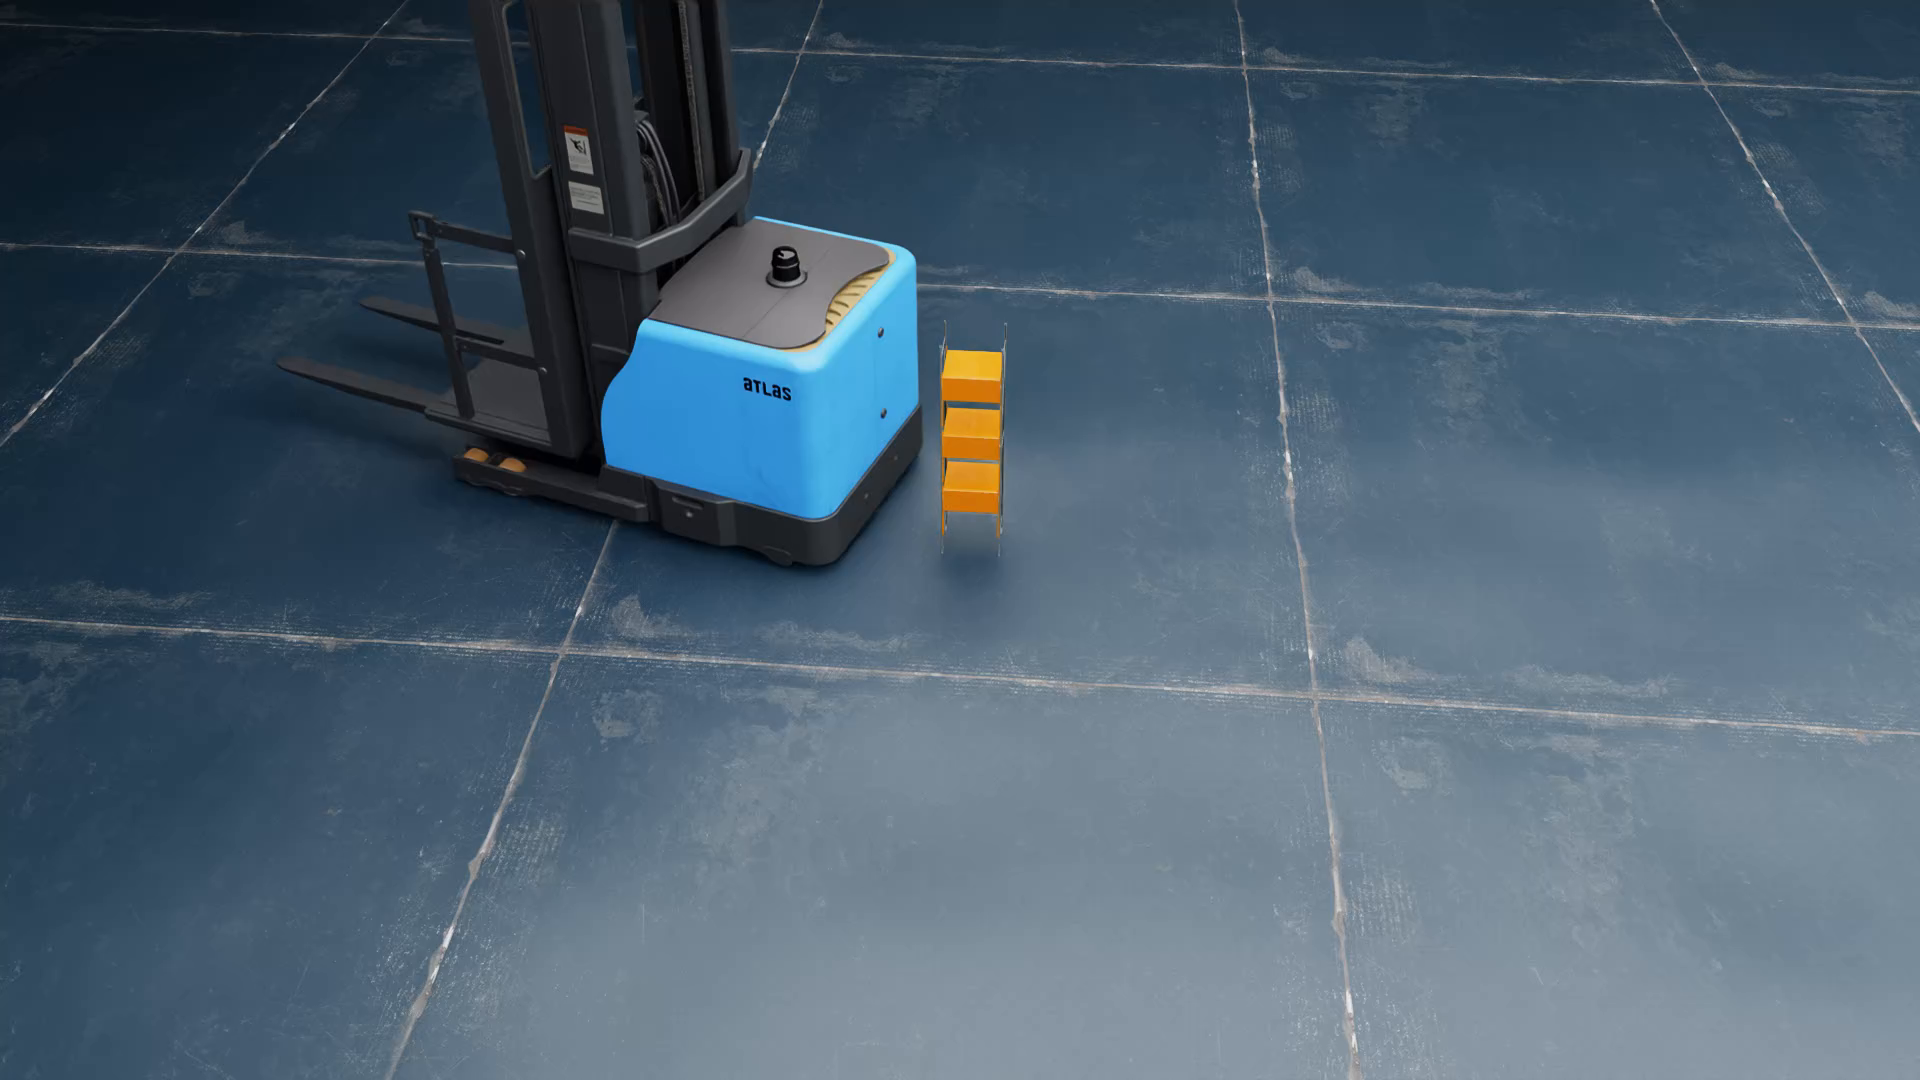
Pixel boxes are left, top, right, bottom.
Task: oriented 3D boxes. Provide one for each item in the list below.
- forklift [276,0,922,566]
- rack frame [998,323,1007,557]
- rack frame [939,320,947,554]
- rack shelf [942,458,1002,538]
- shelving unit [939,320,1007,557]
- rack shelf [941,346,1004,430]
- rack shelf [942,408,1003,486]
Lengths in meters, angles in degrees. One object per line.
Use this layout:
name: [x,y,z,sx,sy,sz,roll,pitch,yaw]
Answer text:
forklift: [-1.740,-1.627,6.928,3.031,2.935,1.130,15,41,18]
rack frame: [0.175,-0.398,6.907,0.008,1.050,0.200,3,39,4]
rack frame: [-0.068,-0.411,6.923,0.008,1.050,0.200,3,39,4]
rack shelf: [0.053,-0.180,7.097,0.240,0.259,0.215,3,39,4]
shelving unit: [0.053,-0.404,6.915,0.252,1.050,0.215,3,39,4]
rack shelf: [0.053,-0.616,6.743,0.240,0.259,0.215,3,39,4]
rack shelf: [0.053,-0.396,6.922,0.240,0.259,0.215,3,39,4]
